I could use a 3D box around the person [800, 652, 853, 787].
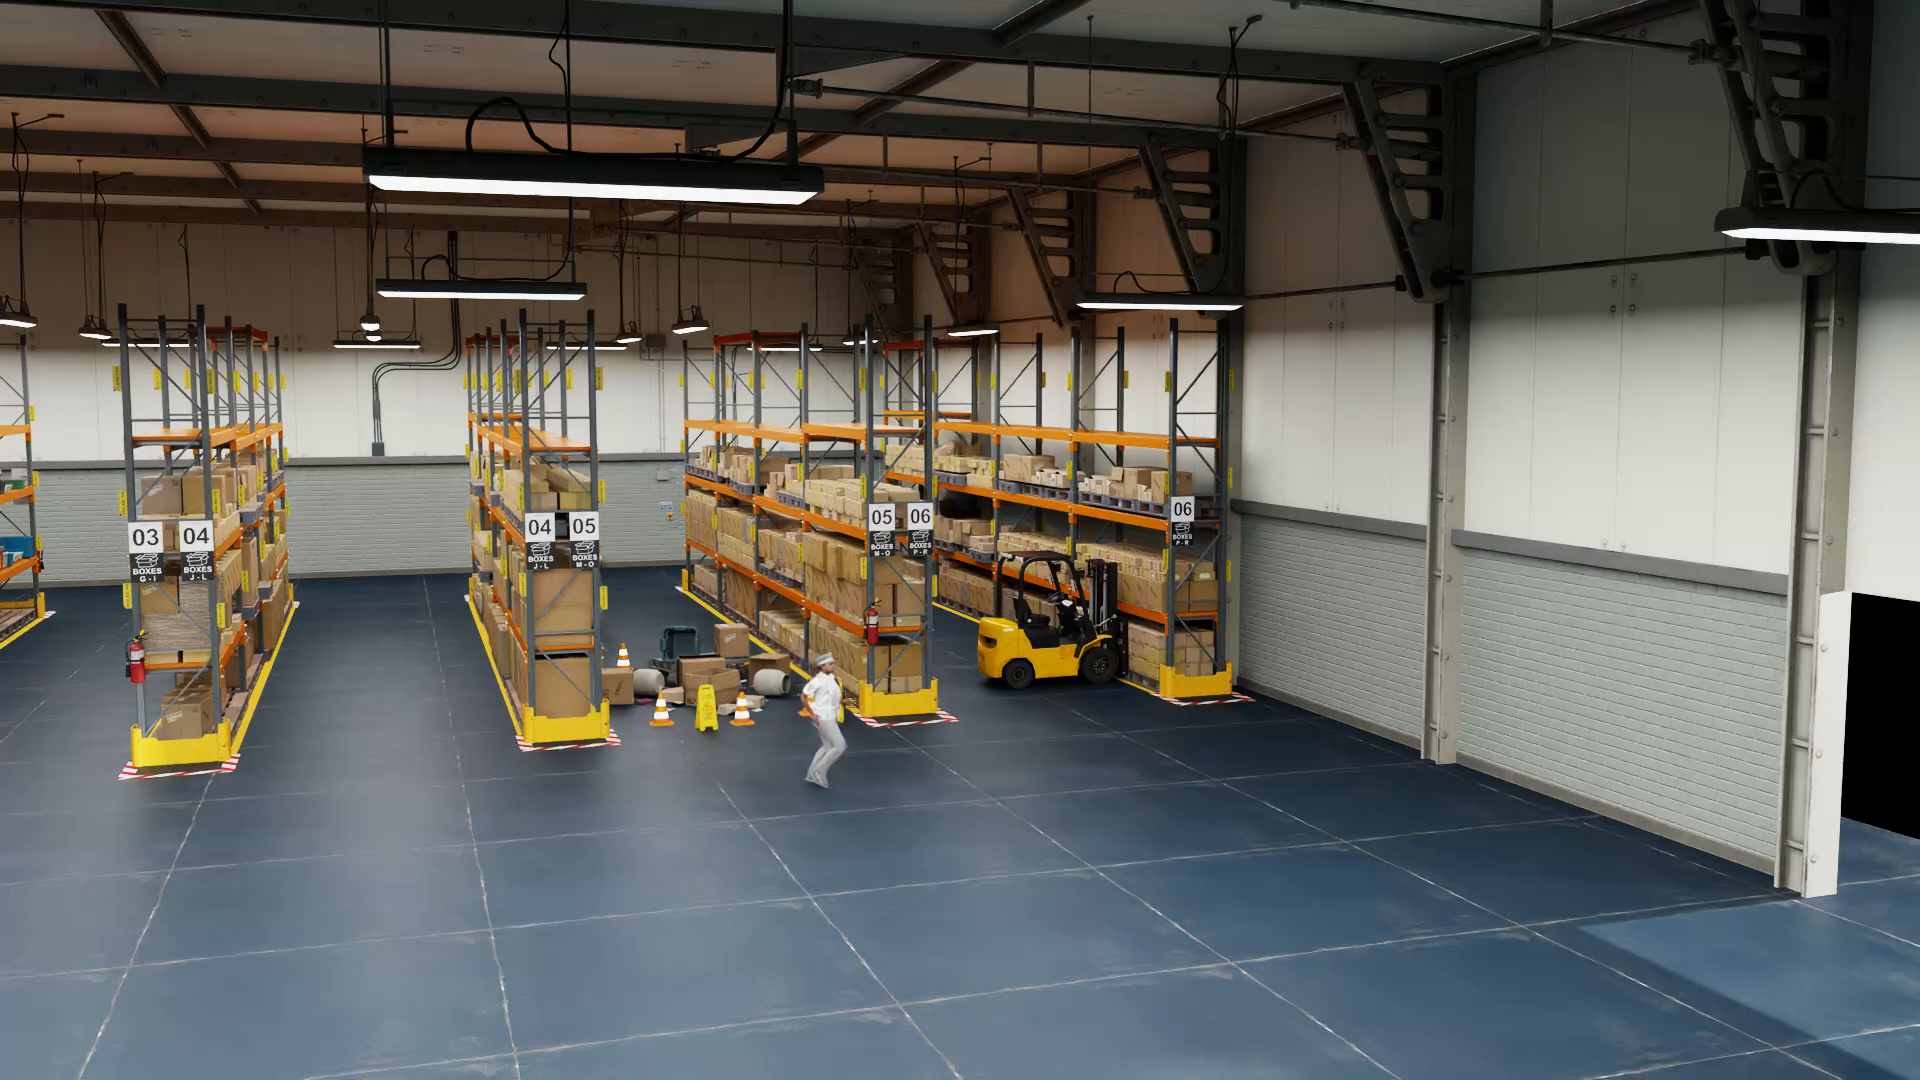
[{"bbox_3d":[-1.622,2.215,20.533,0.653,1.675,0.552,2,6,17],"label":"person"}]

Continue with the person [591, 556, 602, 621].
[{"bbox_3d":[-7.772,0.842,34.580,0.650,1.843,0.823,-1,6,-15],"label":"person"}]
